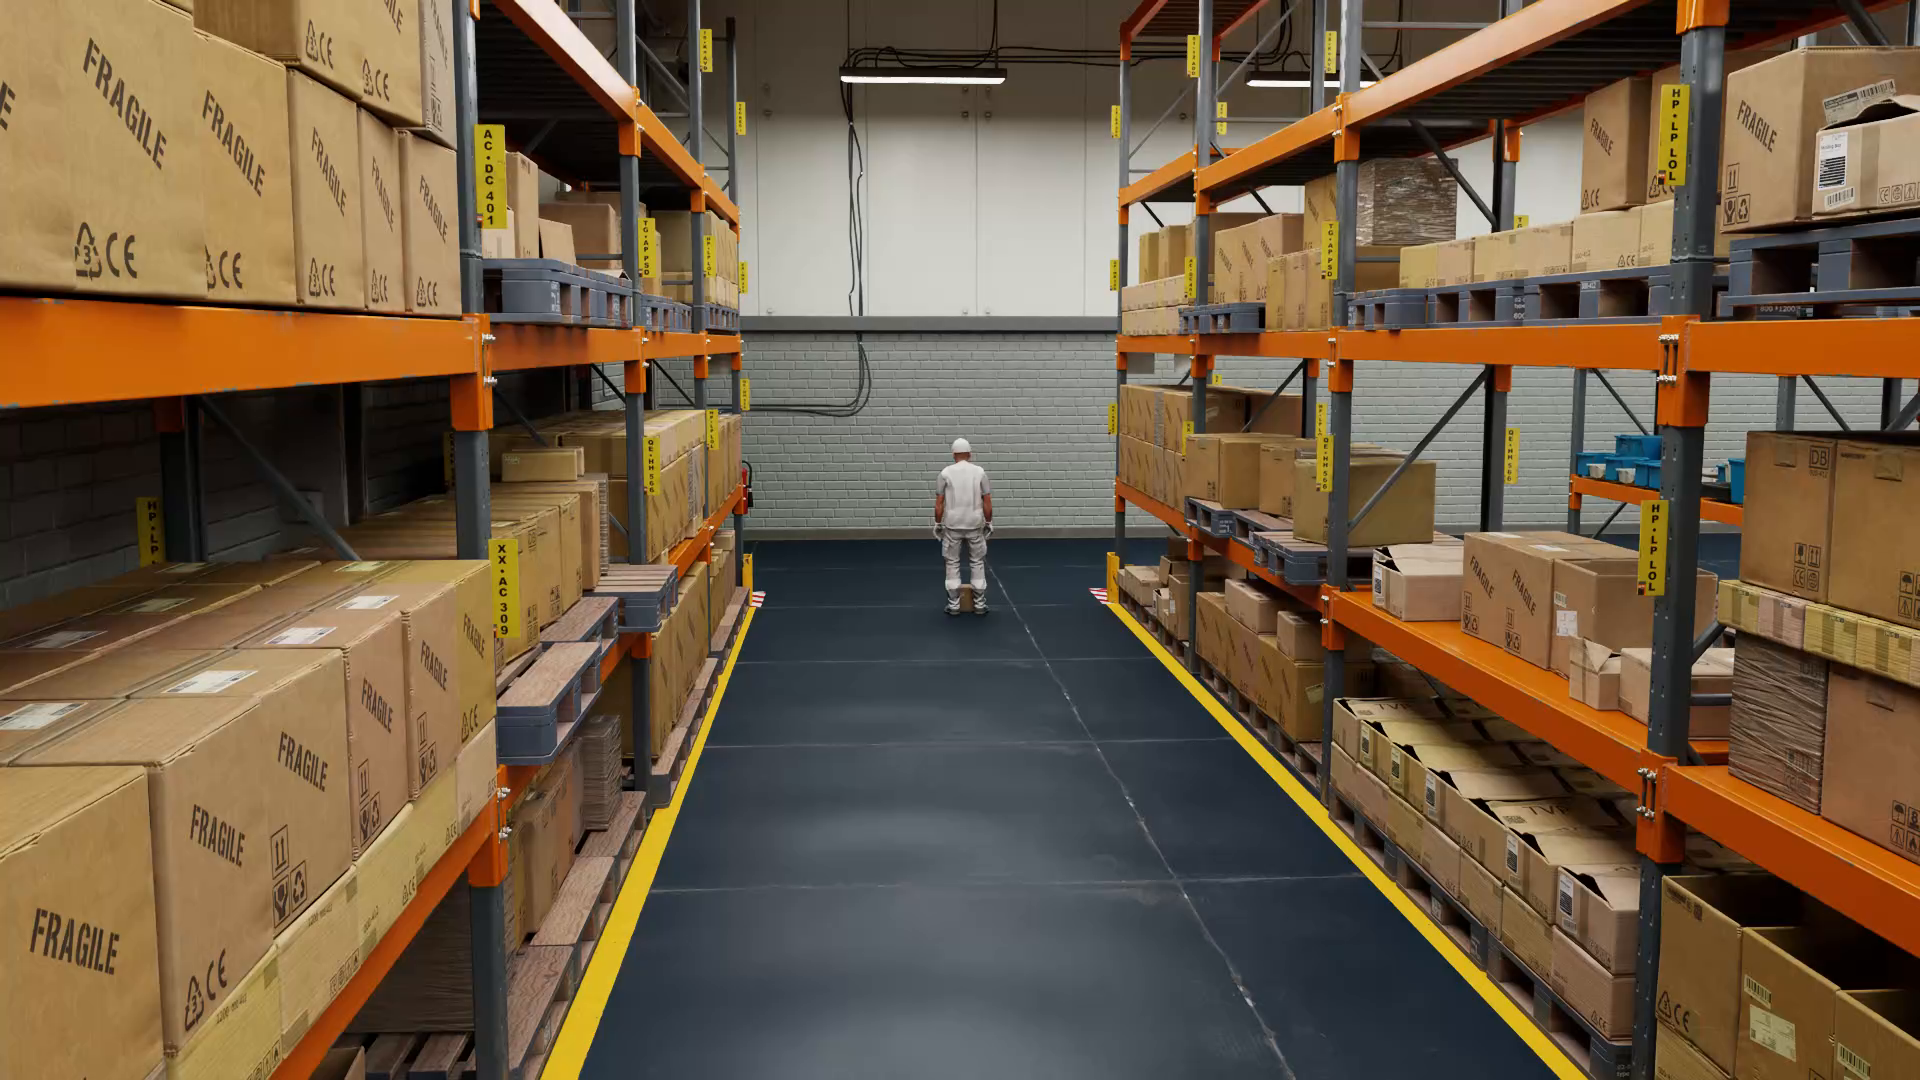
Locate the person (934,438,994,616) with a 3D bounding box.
[{"bbox_3d":[0.038,-0.135,16.812,0.610,1.780,0.448,0,7,-3],"label":"person"}]
